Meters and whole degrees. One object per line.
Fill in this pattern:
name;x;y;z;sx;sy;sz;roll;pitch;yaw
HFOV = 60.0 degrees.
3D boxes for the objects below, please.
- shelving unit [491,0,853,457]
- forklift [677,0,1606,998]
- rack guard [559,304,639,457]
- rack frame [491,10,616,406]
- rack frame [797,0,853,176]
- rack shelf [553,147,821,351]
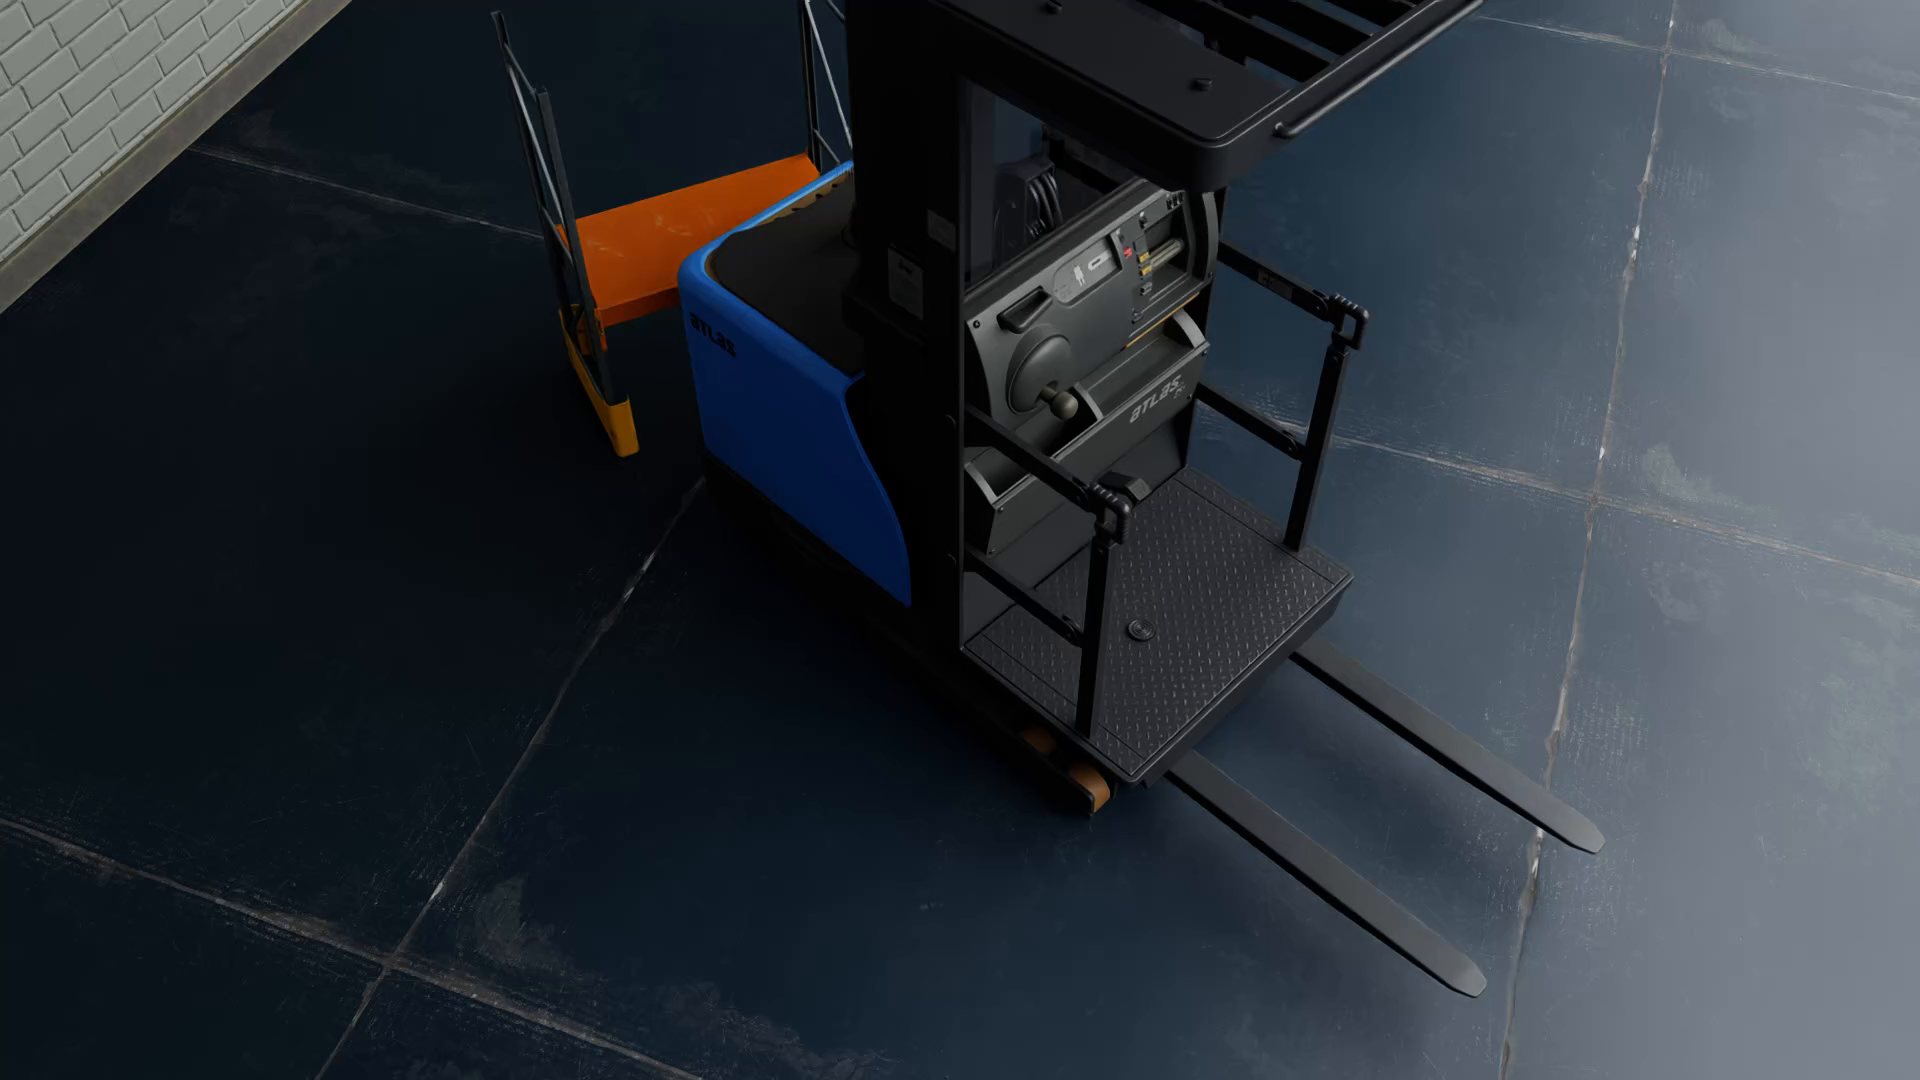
shelving unit;-0.879;-1.166;5.768;1.083;1.500;0.587;-21;52;-17
forklift;0.520;-0.581;4.314;3.031;2.935;1.130;37;58;27
rack guard;-1.325;-0.589;6.095;0.087;0.250;0.587;-21;52;-17
rack frame;-1.342;-0.992;5.617;0.032;1.500;0.500;-21;52;-17
rack frame;-0.432;-1.335;5.914;0.032;1.500;0.500;-21;52;-17
rack shelf;-0.887;-1.046;5.902;1.000;0.185;0.538;-21;52;-17
